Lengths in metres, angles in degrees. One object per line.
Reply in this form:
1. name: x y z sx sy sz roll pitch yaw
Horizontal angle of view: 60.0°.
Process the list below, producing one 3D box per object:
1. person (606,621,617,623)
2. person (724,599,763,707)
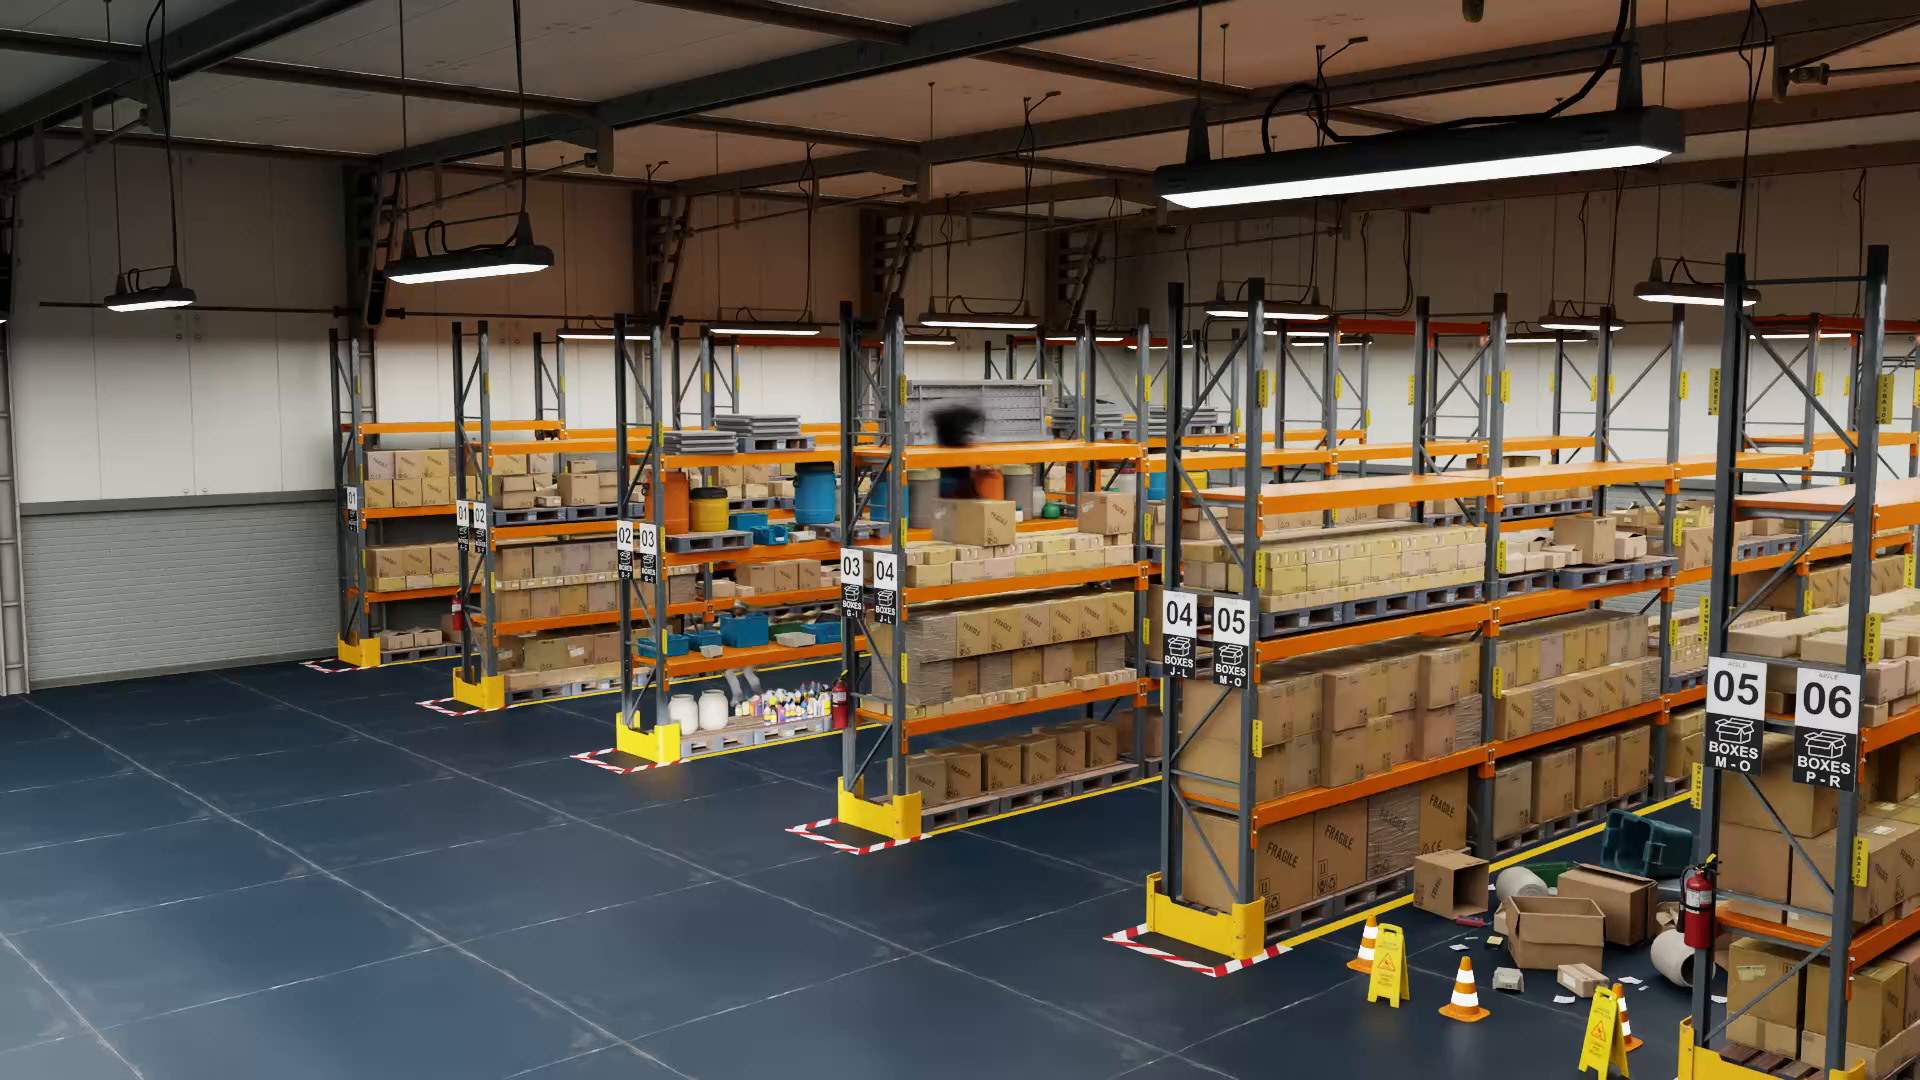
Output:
1. person: -6.180 1.510 29.604 0.645 1.491 0.756 3 7 31
2. person: -3.392 1.770 25.951 0.700 1.732 0.586 -5 8 -43
